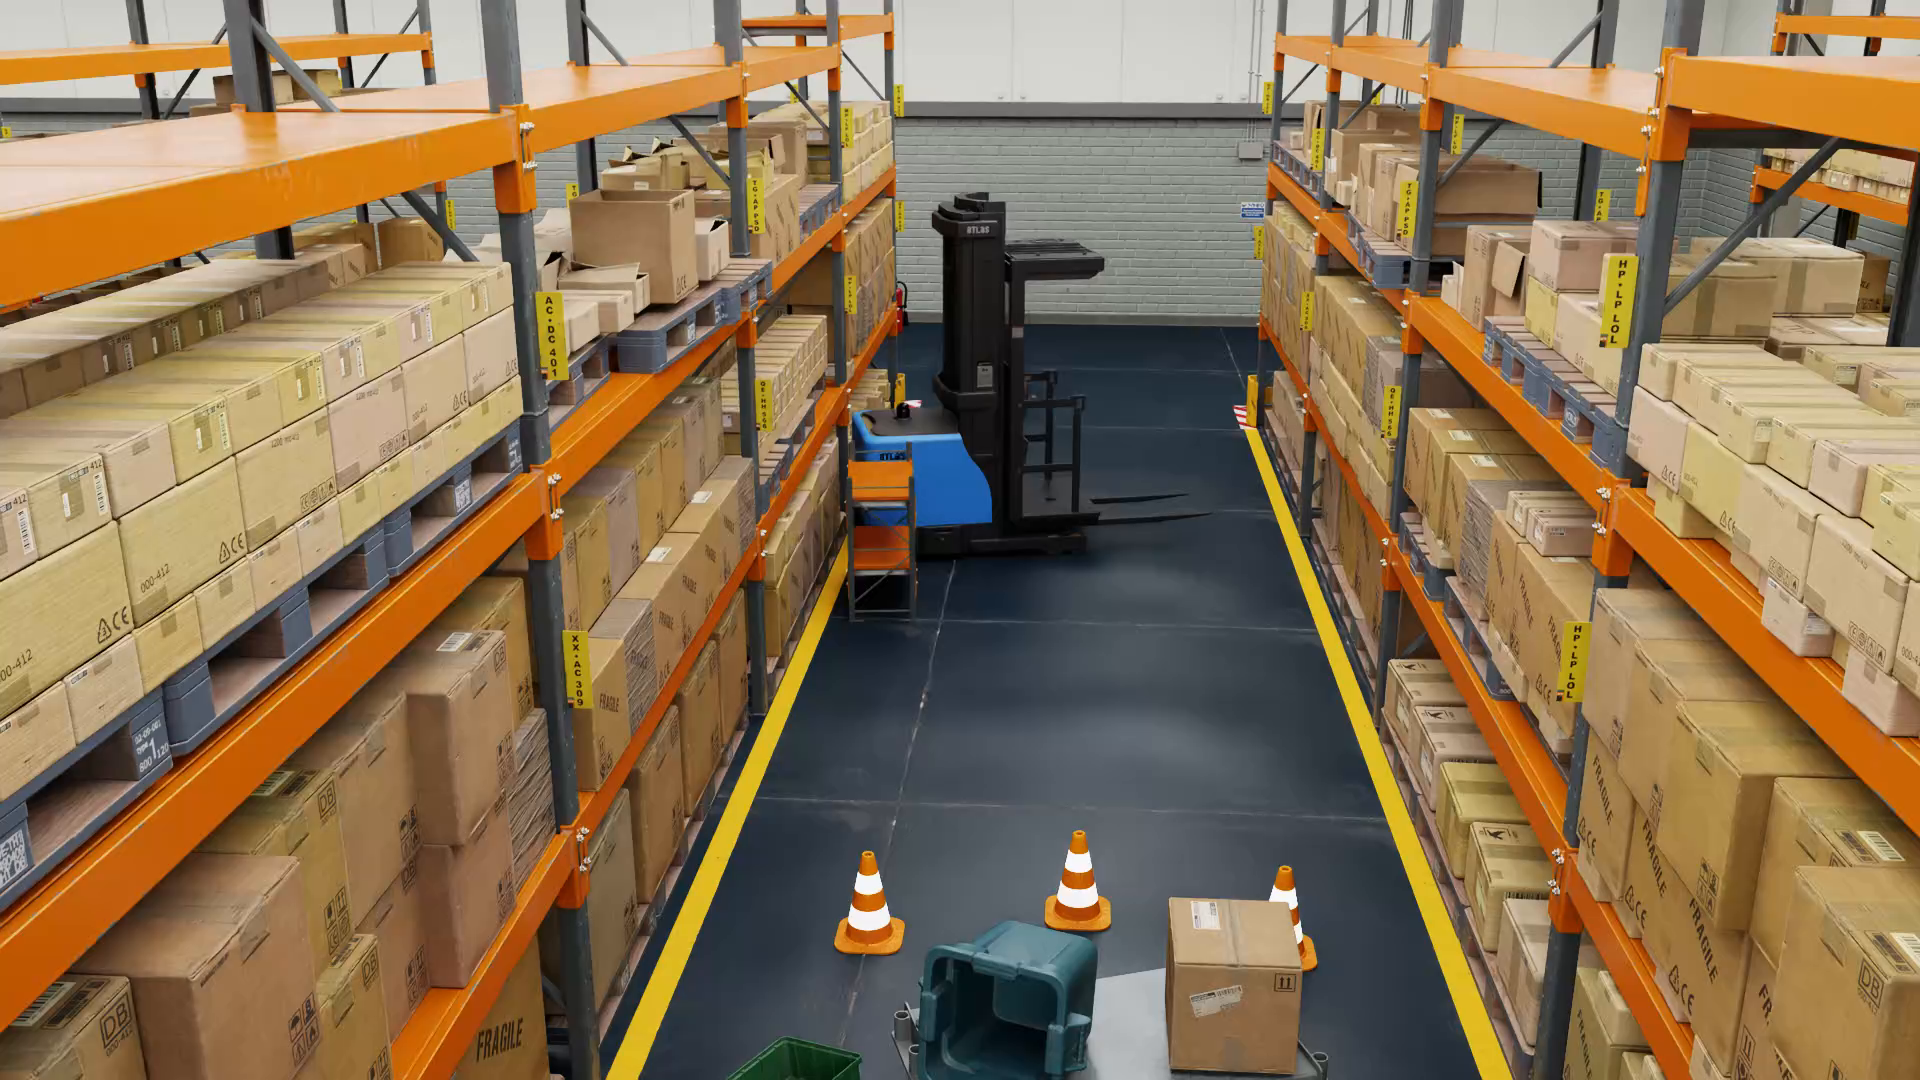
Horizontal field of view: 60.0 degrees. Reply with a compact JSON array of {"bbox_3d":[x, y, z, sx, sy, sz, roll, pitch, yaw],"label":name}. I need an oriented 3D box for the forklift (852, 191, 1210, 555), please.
[{"bbox_3d":[0.621,-1.428,14.073,3.031,2.935,1.130,-3,18,-10],"label":"forklift"}]

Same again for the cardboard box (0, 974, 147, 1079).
[{"bbox_3d":[-2.329,1.318,3.608,0.875,0.550,0.550,1,18,4],"label":"cardboard box"}]

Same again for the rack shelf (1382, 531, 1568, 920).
[{"bbox_3d":[3.033,0.747,8.480,1.077,0.370,4.000,1,18,4],"label":"rack shelf"}]

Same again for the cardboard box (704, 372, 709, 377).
[{"bbox_3d":[-2.078,-1.161,12.400,0.380,0.149,0.250,1,18,3],"label":"cardboard box"}]

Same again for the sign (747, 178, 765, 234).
[{"bbox_3d":[-1.215,-1.989,9.900,0.100,0.325,0.005,1,18,4],"label":"sign"}]

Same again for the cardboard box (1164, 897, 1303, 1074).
[{"bbox_3d":[1.112,1.824,6.837,0.500,0.500,0.500,1,18,4],"label":"cardboard box"}]

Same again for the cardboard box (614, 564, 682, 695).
[{"bbox_3d":[-1.674,0.431,8.131,0.500,0.500,0.500,1,18,4],"label":"cardboard box"}]

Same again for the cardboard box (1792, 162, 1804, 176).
[{"bbox_3d":[8.298,-3.567,16.077,0.380,0.149,0.250,2,18,5],"label":"cardboard box"}]

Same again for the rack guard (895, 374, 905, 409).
[{"bbox_3d":[-1.200,-1.568,18.405,1.175,0.500,0.348,1,18,4],"label":"rack guard"}]

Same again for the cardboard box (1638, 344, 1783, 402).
[{"bbox_3d":[2.542,-0.568,5.644,0.380,0.149,0.250,1,18,3],"label":"cardboard box"}]

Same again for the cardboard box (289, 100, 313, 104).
[{"bbox_3d":[-6.382,-3.811,15.422,0.700,0.500,0.500,2,18,7],"label":"cardboard box"}]

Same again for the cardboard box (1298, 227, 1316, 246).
[{"bbox_3d":[3.323,-2.787,15.304,0.380,0.149,0.250,1,18,3],"label":"cardboard box"}]

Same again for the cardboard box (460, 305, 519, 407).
[{"bbox_3d":[-1.834,-0.636,5.659,0.500,0.250,0.500,1,18,3],"label":"cardboard box"}]

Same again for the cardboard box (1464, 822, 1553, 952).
[{"bbox_3d":[2.973,1.689,7.996,0.950,0.372,0.625,2,18,7],"label":"cardboard box"}]

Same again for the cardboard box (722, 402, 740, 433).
[{"bbox_3d":[-1.541,-0.798,10.816,0.380,0.149,0.250,1,18,4],"label":"cardboard box"}]

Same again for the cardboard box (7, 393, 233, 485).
[{"bbox_3d":[-1.908,-0.234,3.789,0.380,0.149,0.250,1,18,3],"label":"cardboard box"}]

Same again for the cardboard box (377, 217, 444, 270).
[{"bbox_3d":[-5.907,-3.191,17.903,0.500,0.500,0.500,2,18,5],"label":"cardboard box"}]

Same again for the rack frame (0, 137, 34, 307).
[{"bbox_3d":[-11.074,-3.032,18.859,1.000,3.000,0.127,1,18,4],"label":"rack frame"}]

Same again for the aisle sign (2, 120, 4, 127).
[{"bbox_3d":[-10.777,-4.283,18.503,0.394,0.787,0.004,1,18,4],"label":"aisle sign"}]

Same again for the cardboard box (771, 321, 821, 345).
[{"bbox_3d":[-1.334,-1.688,13.529,0.380,0.149,0.250,1,18,2],"label":"cardboard box"}]

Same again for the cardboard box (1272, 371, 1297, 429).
[{"bbox_3d":[3.803,-1.475,17.548,0.875,0.438,0.875,1,18,2],"label":"cardboard box"}]

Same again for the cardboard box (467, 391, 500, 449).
[{"bbox_3d":[-1.780,-0.407,5.599,0.380,0.149,0.250,2,18,5],"label":"cardboard box"}]

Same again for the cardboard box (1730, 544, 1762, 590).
[{"bbox_3d":[2.583,0.048,5.045,0.380,0.149,0.250,2,18,6],"label":"cardboard box"}]

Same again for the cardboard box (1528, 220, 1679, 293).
[{"bbox_3d":[2.856,-1.265,7.413,0.500,0.250,0.500,2,18,5],"label":"cardboard box"}]

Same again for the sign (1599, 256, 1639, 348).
[{"bbox_3d":[2.336,-0.843,5.898,0.100,0.325,0.005,1,18,4],"label":"sign"}]

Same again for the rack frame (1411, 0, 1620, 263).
[{"bbox_3d":[3.177,-3.067,9.330,1.000,3.000,0.127,1,18,4],"label":"rack frame"}]

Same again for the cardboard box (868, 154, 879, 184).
[{"bbox_3d":[-1.060,-3.508,15.737,0.500,0.250,0.500,2,18,6],"label":"cardboard box"}]

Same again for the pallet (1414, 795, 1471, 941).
[{"bbox_3d":[3.029,1.730,8.804,1.003,0.211,1.213,1,18,4],"label":"pallet"}]

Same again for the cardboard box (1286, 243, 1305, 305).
[{"bbox_3d":[3.294,-2.449,15.314,0.500,0.500,0.500,2,18,5],"label":"cardboard box"}]

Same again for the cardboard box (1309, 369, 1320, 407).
[{"bbox_3d":[3.169,-1.256,13.680,0.500,0.250,0.500,1,18,3],"label":"cardboard box"}]

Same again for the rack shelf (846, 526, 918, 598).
[{"bbox_3d":[-0.609,0.149,12.947,0.538,0.278,1.000,-1,18,-3],"label":"rack shelf"}]

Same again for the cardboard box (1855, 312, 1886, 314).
[{"bbox_3d":[8.316,-2.052,15.633,0.500,0.250,0.500,1,18,2],"label":"cardboard box"}]

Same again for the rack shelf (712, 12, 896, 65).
[{"bbox_3d":[-1.338,-4.666,15.371,1.077,0.370,4.000,1,18,4],"label":"rack shelf"}]

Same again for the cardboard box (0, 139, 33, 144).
[{"bbox_3d":[-6.762,-2.571,11.798,0.500,0.500,0.500,2,18,7],"label":"cardboard box"}]

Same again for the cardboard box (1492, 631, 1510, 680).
[{"bbox_3d":[2.685,0.539,7.690,0.380,0.149,0.250,1,18,4],"label":"cardboard box"}]

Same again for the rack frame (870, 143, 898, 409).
[{"bbox_3d":[-1.194,-2.779,18.088,1.000,3.000,0.127,1,18,4],"label":"rack frame"}]

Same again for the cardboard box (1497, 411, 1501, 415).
[{"bbox_3d":[3.422,-0.457,9.687,0.500,0.500,0.500,1,18,2],"label":"cardboard box"}]

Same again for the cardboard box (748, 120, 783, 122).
[{"bbox_3d":[-1.747,-3.581,14.514,0.380,0.149,0.250,1,18,4],"label":"cardboard box"}]

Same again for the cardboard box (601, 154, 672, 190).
[{"bbox_3d":[-1.998,-2.263,10.305,0.396,0.266,0.258,1,18,4],"label":"cardboard box"}]

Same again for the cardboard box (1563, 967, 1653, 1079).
[{"bbox_3d":[2.578,1.955,6.178,0.500,0.500,0.500,2,18,7],"label":"cardboard box"}]

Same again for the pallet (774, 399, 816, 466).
[{"bbox_3d":[-1.667,-0.819,12.415,1.003,0.211,1.213,1,18,4],"label":"pallet"}]

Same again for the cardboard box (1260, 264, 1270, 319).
[{"bbox_3d":[3.430,-2.605,17.396,0.500,0.500,0.500,1,18,3],"label":"cardboard box"}]

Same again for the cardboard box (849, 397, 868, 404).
[{"bbox_3d":[-1.122,-1.334,16.625,0.380,0.149,0.250,1,18,2],"label":"cardboard box"}]

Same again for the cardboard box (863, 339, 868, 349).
[{"bbox_3d":[-1.088,-1.909,15.834,0.380,0.149,0.250,2,18,6],"label":"cardboard box"}]

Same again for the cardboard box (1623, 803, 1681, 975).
[{"bbox_3d":[2.568,1.125,5.535,0.500,0.500,0.500,1,18,4],"label":"cardboard box"}]

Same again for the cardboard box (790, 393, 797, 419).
[{"bbox_3d":[-1.421,-1.002,12.393,0.380,0.149,0.250,1,18,2],"label":"cardboard box"}]

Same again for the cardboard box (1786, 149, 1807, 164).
[{"bbox_3d":[8.381,-3.796,16.137,0.500,0.250,0.500,2,18,5],"label":"cardboard box"}]

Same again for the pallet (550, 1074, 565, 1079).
[{"bbox_3d":[-2.187,2.507,6.433,1.003,0.211,1.213,1,18,4],"label":"pallet"}]

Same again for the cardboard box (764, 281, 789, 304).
[{"bbox_3d":[-1.717,-2.353,14.543,0.500,0.500,0.500,1,18,2],"label":"cardboard box"}]

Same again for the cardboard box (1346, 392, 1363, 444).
[{"bbox_3d":[3.008,-0.857,11.659,0.500,0.250,0.500,1,18,2],"label":"cardboard box"}]

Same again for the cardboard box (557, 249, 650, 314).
[{"bbox_3d":[-1.709,-1.238,7.946,0.396,0.266,0.258,1,18,4],"label":"cardboard box"}]

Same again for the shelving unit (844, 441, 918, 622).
[{"bbox_3d":[-0.609,-0.083,12.871,0.538,1.125,1.048,-1,18,-3],"label":"shelving unit"}]

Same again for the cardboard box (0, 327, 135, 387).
[{"bbox_3d":[-2.510,-0.484,4.553,0.380,0.149,0.250,1,18,4],"label":"cardboard box"}]

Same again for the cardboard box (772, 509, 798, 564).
[{"bbox_3d":[-1.441,-0.029,11.830,0.500,0.250,0.500,1,18,3],"label":"cardboard box"}]
